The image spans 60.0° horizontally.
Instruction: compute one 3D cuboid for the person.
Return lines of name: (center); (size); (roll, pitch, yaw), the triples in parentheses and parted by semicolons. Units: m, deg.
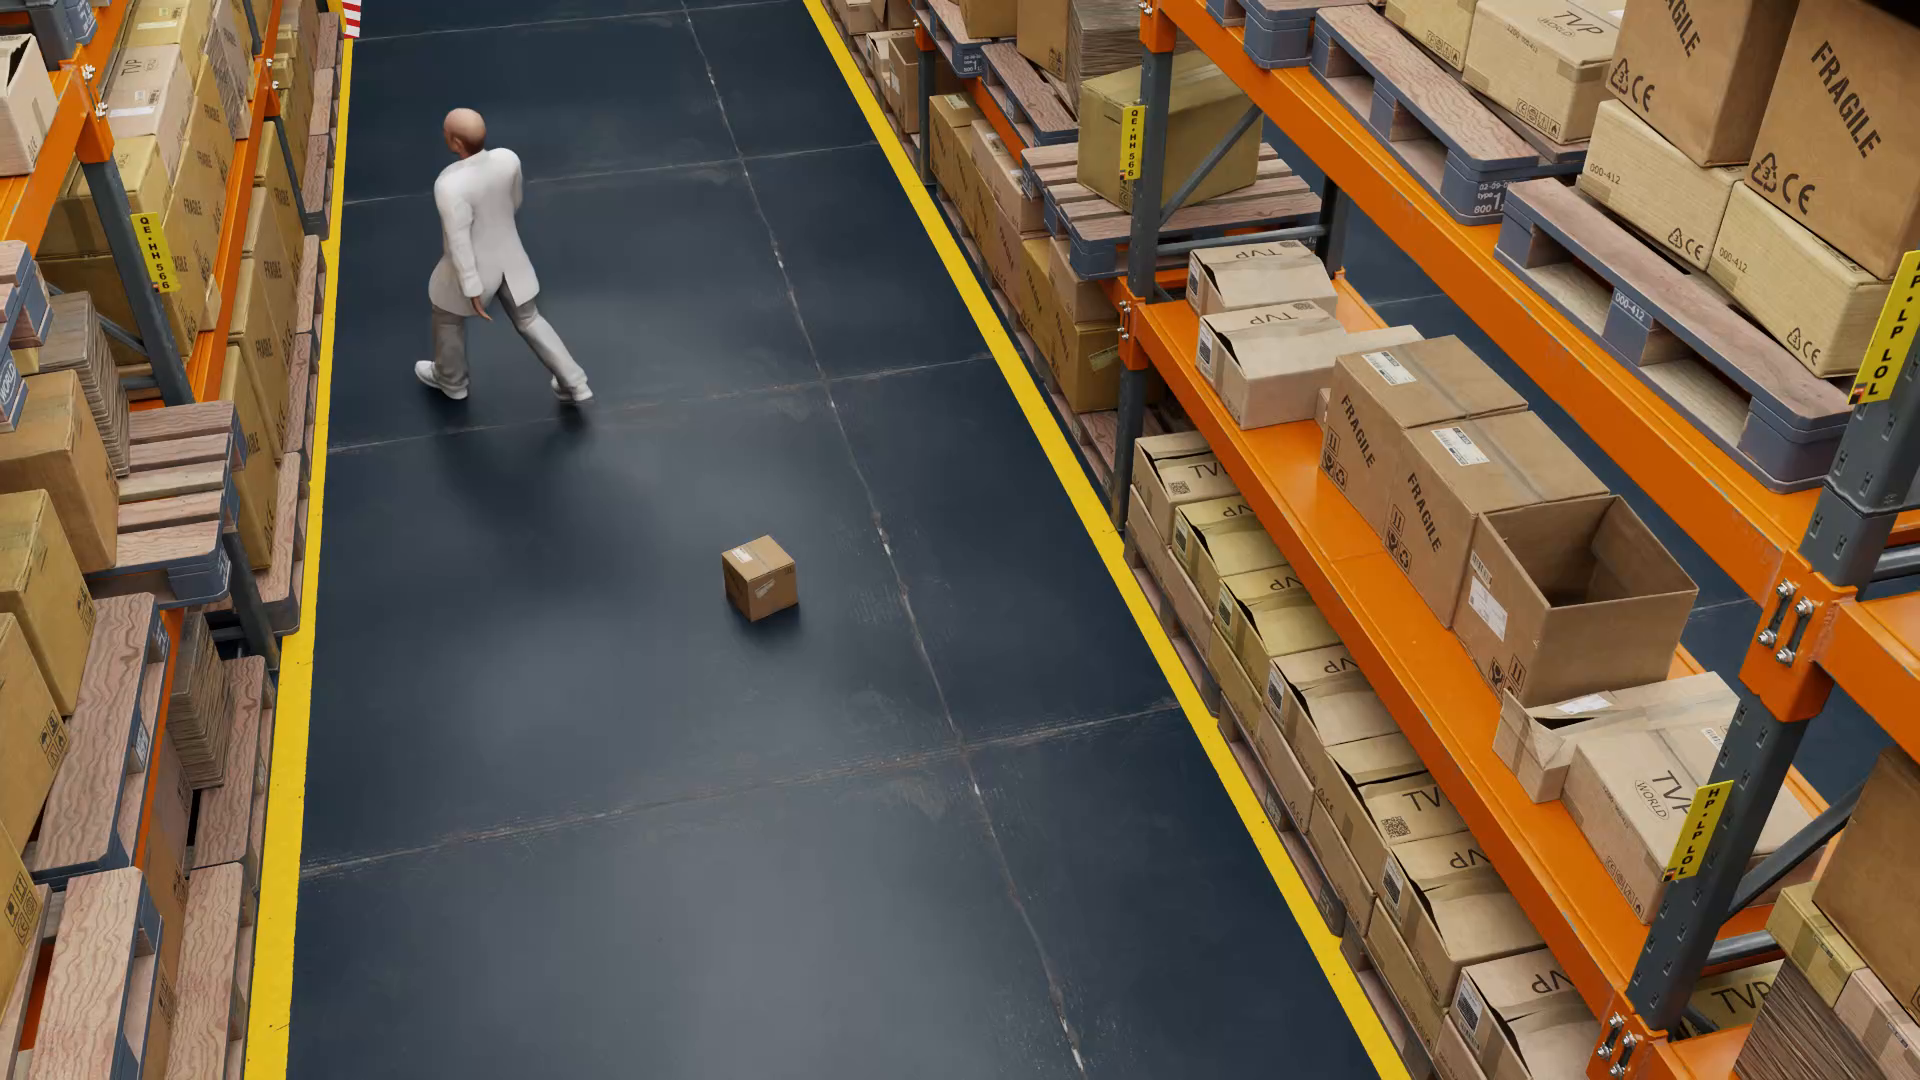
person: (-2.489, -1.432, 8.655); (1.089, 1.639, 0.567); (27, 45, 31)
